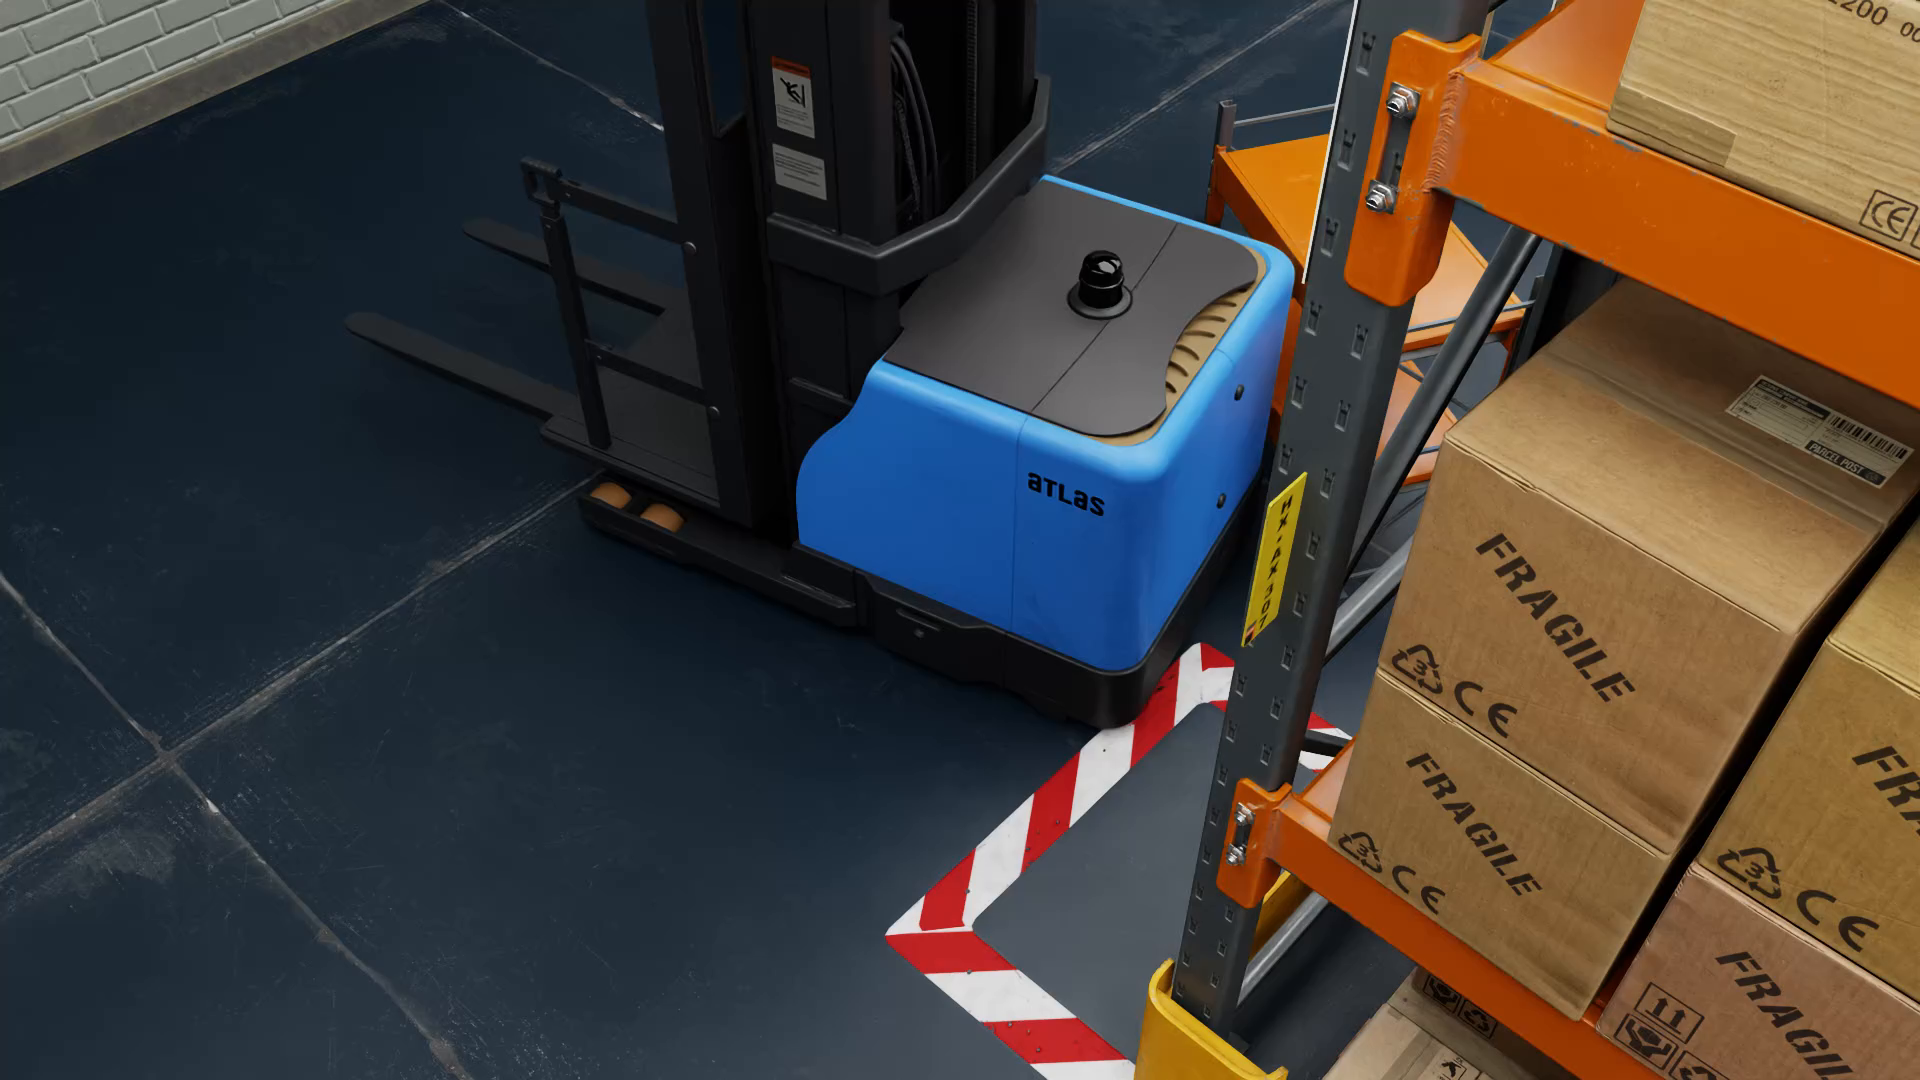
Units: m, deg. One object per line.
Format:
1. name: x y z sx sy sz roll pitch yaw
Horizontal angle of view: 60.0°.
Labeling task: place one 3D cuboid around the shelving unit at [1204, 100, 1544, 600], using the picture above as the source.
1. shelving unit: 1.163 -0.603 5.044 0.538 1.125 1.048 -13 48 -12

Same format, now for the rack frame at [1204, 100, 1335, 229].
1. rack frame: 1.011 -0.957 5.377 0.500 1.125 0.032 -13 48 -12

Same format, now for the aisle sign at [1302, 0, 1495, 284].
1. aisle sign: 0.604 -0.727 2.092 0.004 0.787 0.394 34 55 28

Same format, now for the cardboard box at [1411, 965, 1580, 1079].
1. cardboard box: 1.420 0.881 3.778 0.500 0.500 0.500 34 55 28

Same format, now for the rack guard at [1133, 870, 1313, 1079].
1. rack guard: 0.909 0.933 4.031 0.348 0.500 1.175 34 55 28

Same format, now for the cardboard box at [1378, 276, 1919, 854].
1. cardboard box: 1.000 0.024 2.416 0.500 0.500 0.500 36 56 29

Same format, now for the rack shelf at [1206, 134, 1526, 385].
1. rack shelf: 1.163 -0.803 4.831 0.538 0.278 1.000 -13 48 -12

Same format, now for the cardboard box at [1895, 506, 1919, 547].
1. cardboard box: 1.738 -0.015 2.452 0.500 0.500 0.500 35 56 29

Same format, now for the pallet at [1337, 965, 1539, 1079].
1. pallet: 1.495 1.425 3.767 1.213 0.211 1.003 34 55 28

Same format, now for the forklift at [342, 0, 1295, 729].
1. forklift: -0.613 -1.267 4.429 3.031 2.935 1.130 22 51 19

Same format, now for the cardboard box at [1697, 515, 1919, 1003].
1. cardboard box: 1.390 0.278 2.177 0.500 0.500 0.500 35 56 28

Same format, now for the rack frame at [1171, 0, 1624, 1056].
1. rack frame: 0.853 0.040 3.155 0.127 3.000 1.000 34 55 28

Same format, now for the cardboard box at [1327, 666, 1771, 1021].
1. cardboard box: 1.000 0.366 2.780 0.500 0.500 0.500 35 56 28

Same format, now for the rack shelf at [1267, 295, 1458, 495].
1. rack shelf: 1.163 -0.436 5.223 0.538 0.278 1.000 -13 48 -12

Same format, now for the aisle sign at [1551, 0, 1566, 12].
1. aisle sign: 1.011 -1.048 2.393 0.004 0.787 0.394 34 55 28

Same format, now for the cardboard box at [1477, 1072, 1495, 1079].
1. cardboard box: 1.111 1.374 3.544 0.250 0.166 0.380 34 55 28

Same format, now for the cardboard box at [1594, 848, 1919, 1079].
1. cardboard box: 1.383 0.618 2.543 0.500 0.500 0.500 33 55 27

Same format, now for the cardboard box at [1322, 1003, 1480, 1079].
1. cardboard box: 0.928 1.256 3.667 0.250 0.149 0.380 34 55 28

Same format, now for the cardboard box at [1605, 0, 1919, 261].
1. cardboard box: 1.058 -0.546 1.750 0.500 0.250 0.500 34 55 28

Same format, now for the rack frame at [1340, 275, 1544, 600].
1. rack frame: 1.315 -0.249 4.712 0.500 1.125 0.032 -13 48 -12

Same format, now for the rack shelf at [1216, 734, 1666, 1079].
1. rack shelf: 2.323 1.275 2.489 4.000 0.370 1.077 34 55 28

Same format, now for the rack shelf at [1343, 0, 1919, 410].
1. rack shelf: 2.323 0.248 1.396 4.000 0.370 1.077 34 55 28

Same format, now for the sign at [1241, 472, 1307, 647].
1. sign: 0.485 0.034 2.567 0.005 0.325 0.100 34 55 28
